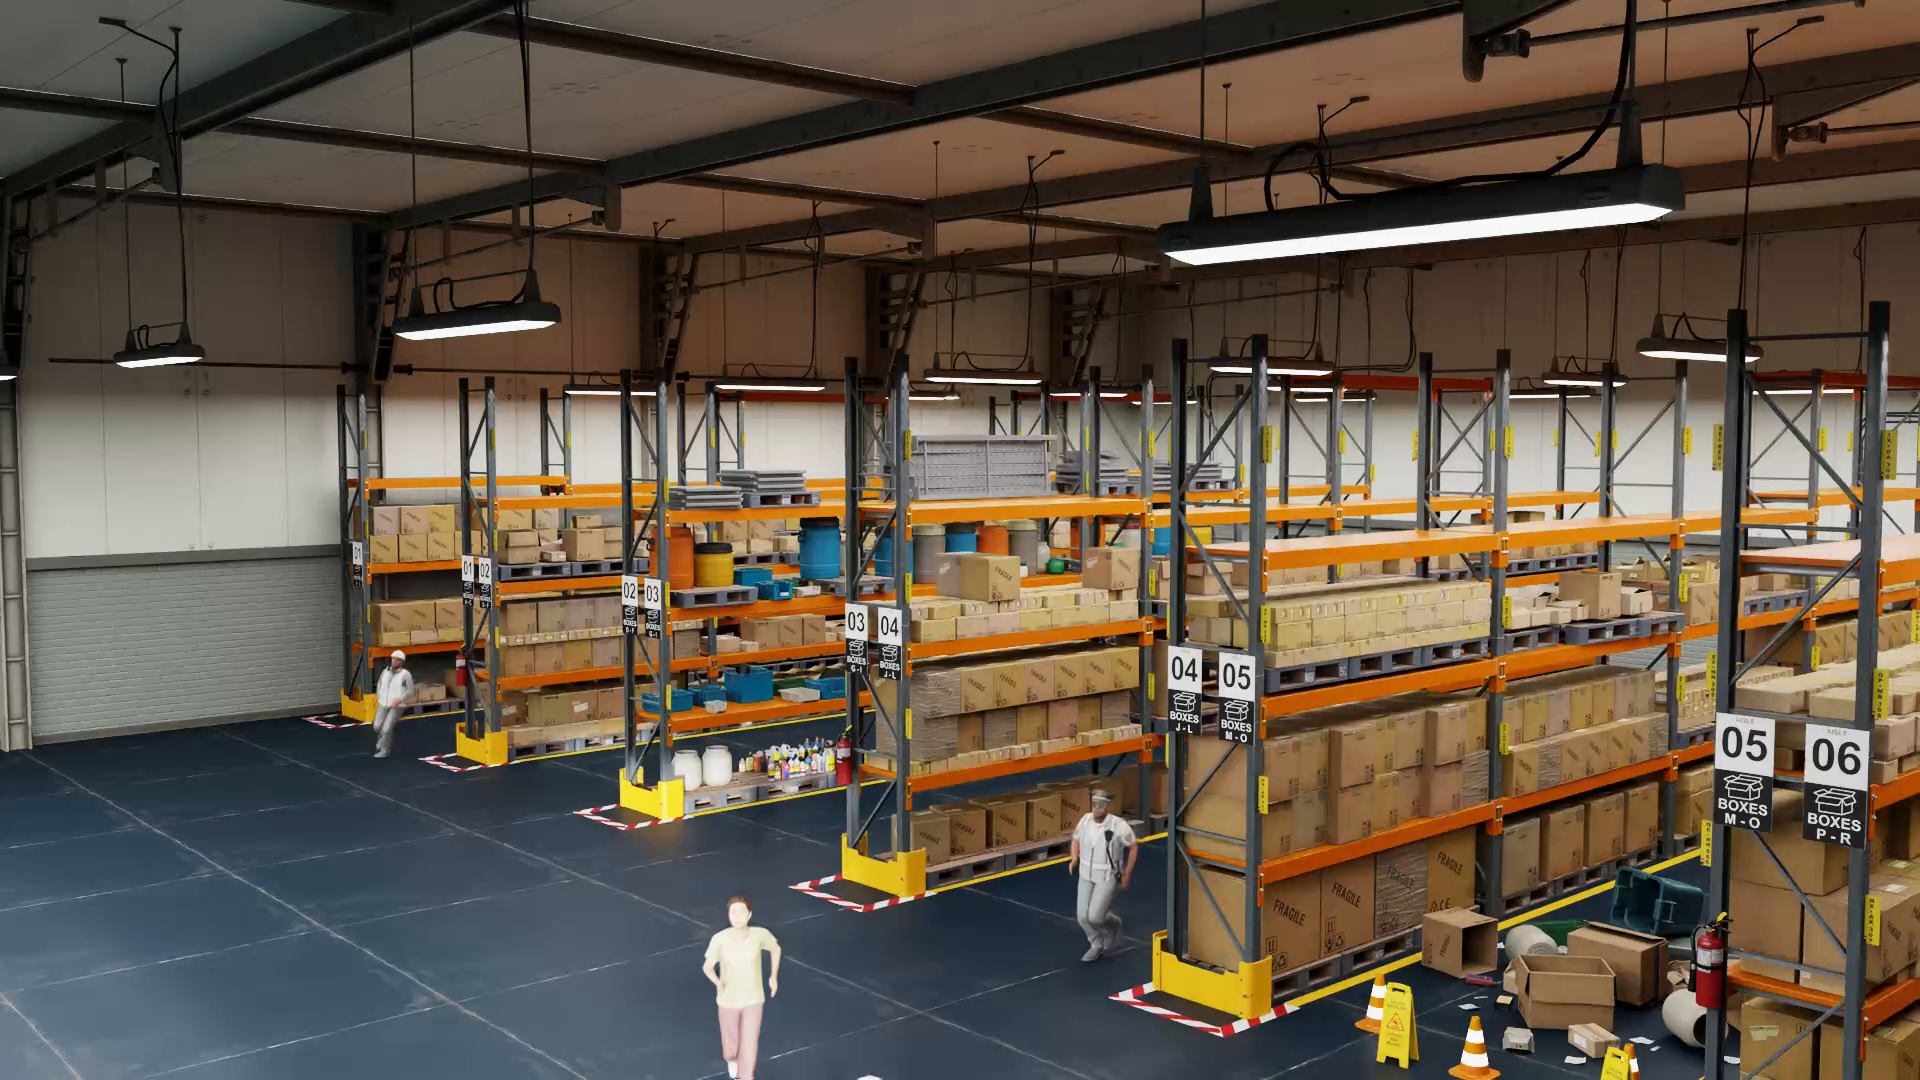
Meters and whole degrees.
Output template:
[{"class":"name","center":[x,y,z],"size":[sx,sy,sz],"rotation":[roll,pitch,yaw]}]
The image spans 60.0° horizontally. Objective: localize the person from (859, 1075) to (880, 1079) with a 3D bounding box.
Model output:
[{"class":"person","center":[-0.507,3.702,8.780],"size":[0.692,1.741,0.660],"rotation":[0,4,-7]}]

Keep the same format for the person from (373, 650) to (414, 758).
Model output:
[{"class":"person","center":[-8.963,2.598,26.218],"size":[0.684,1.694,0.534],"rotation":[1,4,8]}]

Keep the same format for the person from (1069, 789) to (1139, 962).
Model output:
[{"class":"person","center":[1.342,3.258,16.138],"size":[0.672,1.725,0.582],"rotation":[3,5,35]}]

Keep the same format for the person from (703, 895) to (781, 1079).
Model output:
[{"class":"person","center":[-1.652,3.517,12.608],"size":[0.592,1.615,0.970],"rotation":[0,4,-6]}]
